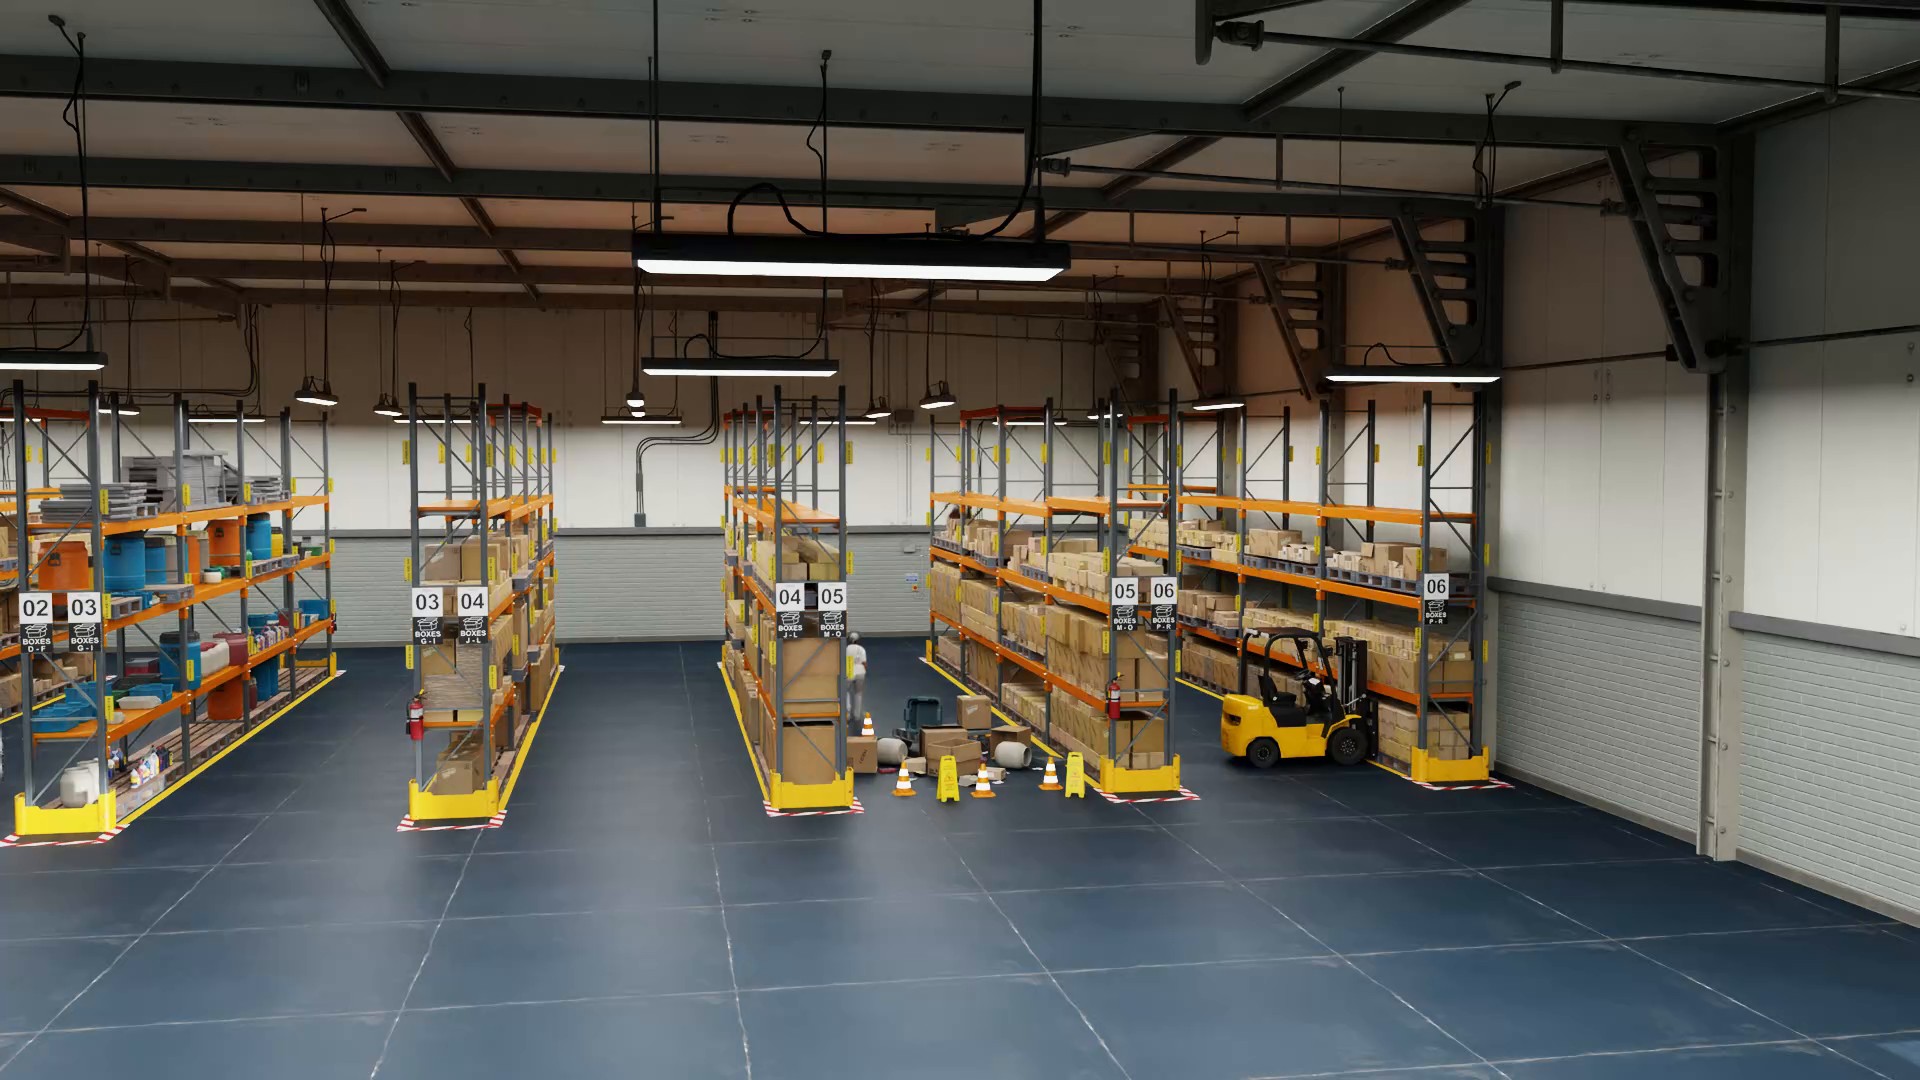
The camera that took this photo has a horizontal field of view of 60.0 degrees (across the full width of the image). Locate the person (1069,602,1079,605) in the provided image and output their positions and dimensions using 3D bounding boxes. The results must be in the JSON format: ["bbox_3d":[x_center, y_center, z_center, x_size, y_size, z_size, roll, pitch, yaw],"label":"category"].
[{"bbox_3d":[2.608,1.992,39.576,0.593,1.625,0.868,-3,4,-44],"label":"person"}]

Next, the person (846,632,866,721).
[{"bbox_3d":[-2.013,2.571,31.362,0.491,1.667,0.444,0,3,-5],"label":"person"}]
